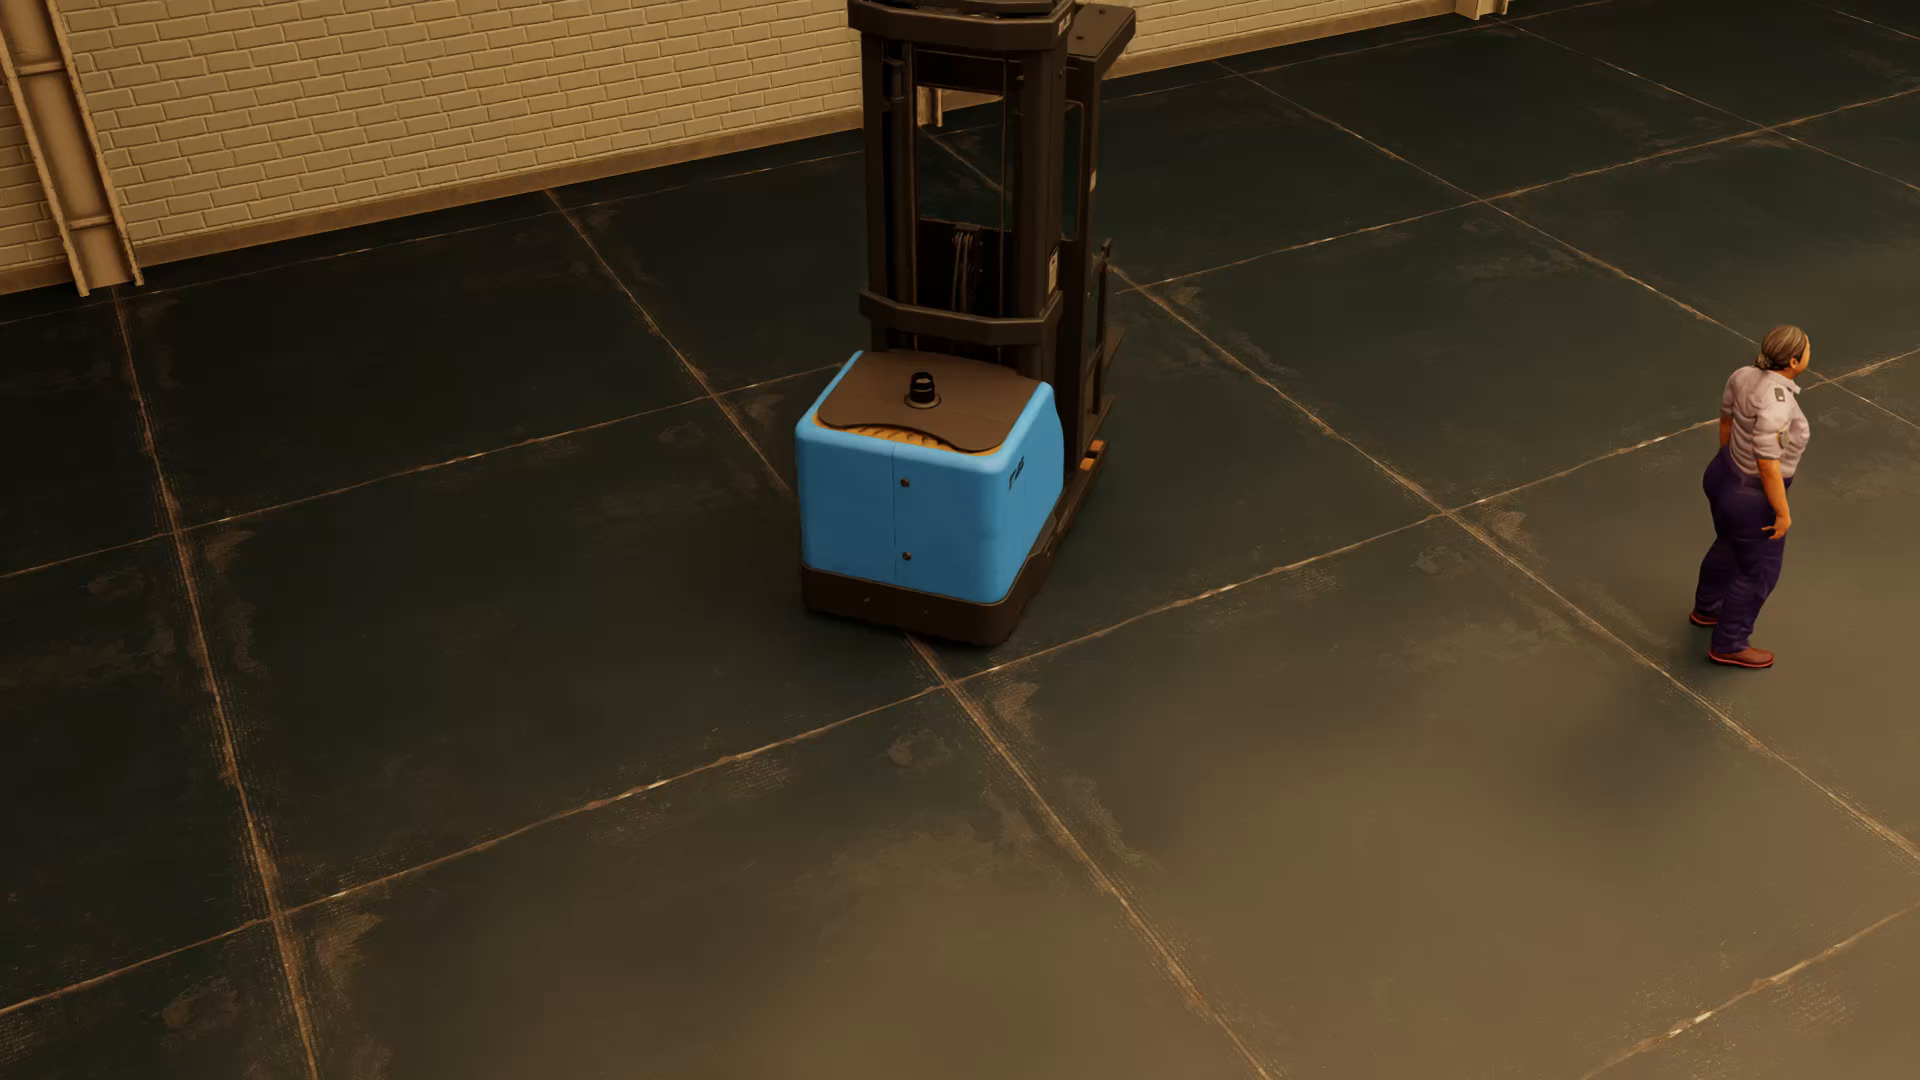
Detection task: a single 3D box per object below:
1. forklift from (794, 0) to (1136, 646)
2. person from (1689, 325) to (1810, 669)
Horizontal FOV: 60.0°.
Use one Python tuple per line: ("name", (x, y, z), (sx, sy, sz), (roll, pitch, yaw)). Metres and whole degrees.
("forklift", (0.189, -1.547, 8.312), (1.130, 2.935, 3.031), (11, 37, 15))
("person", (3.627, -0.210, 7.546), (0.435, 1.669, 0.559), (1, 35, 1))
